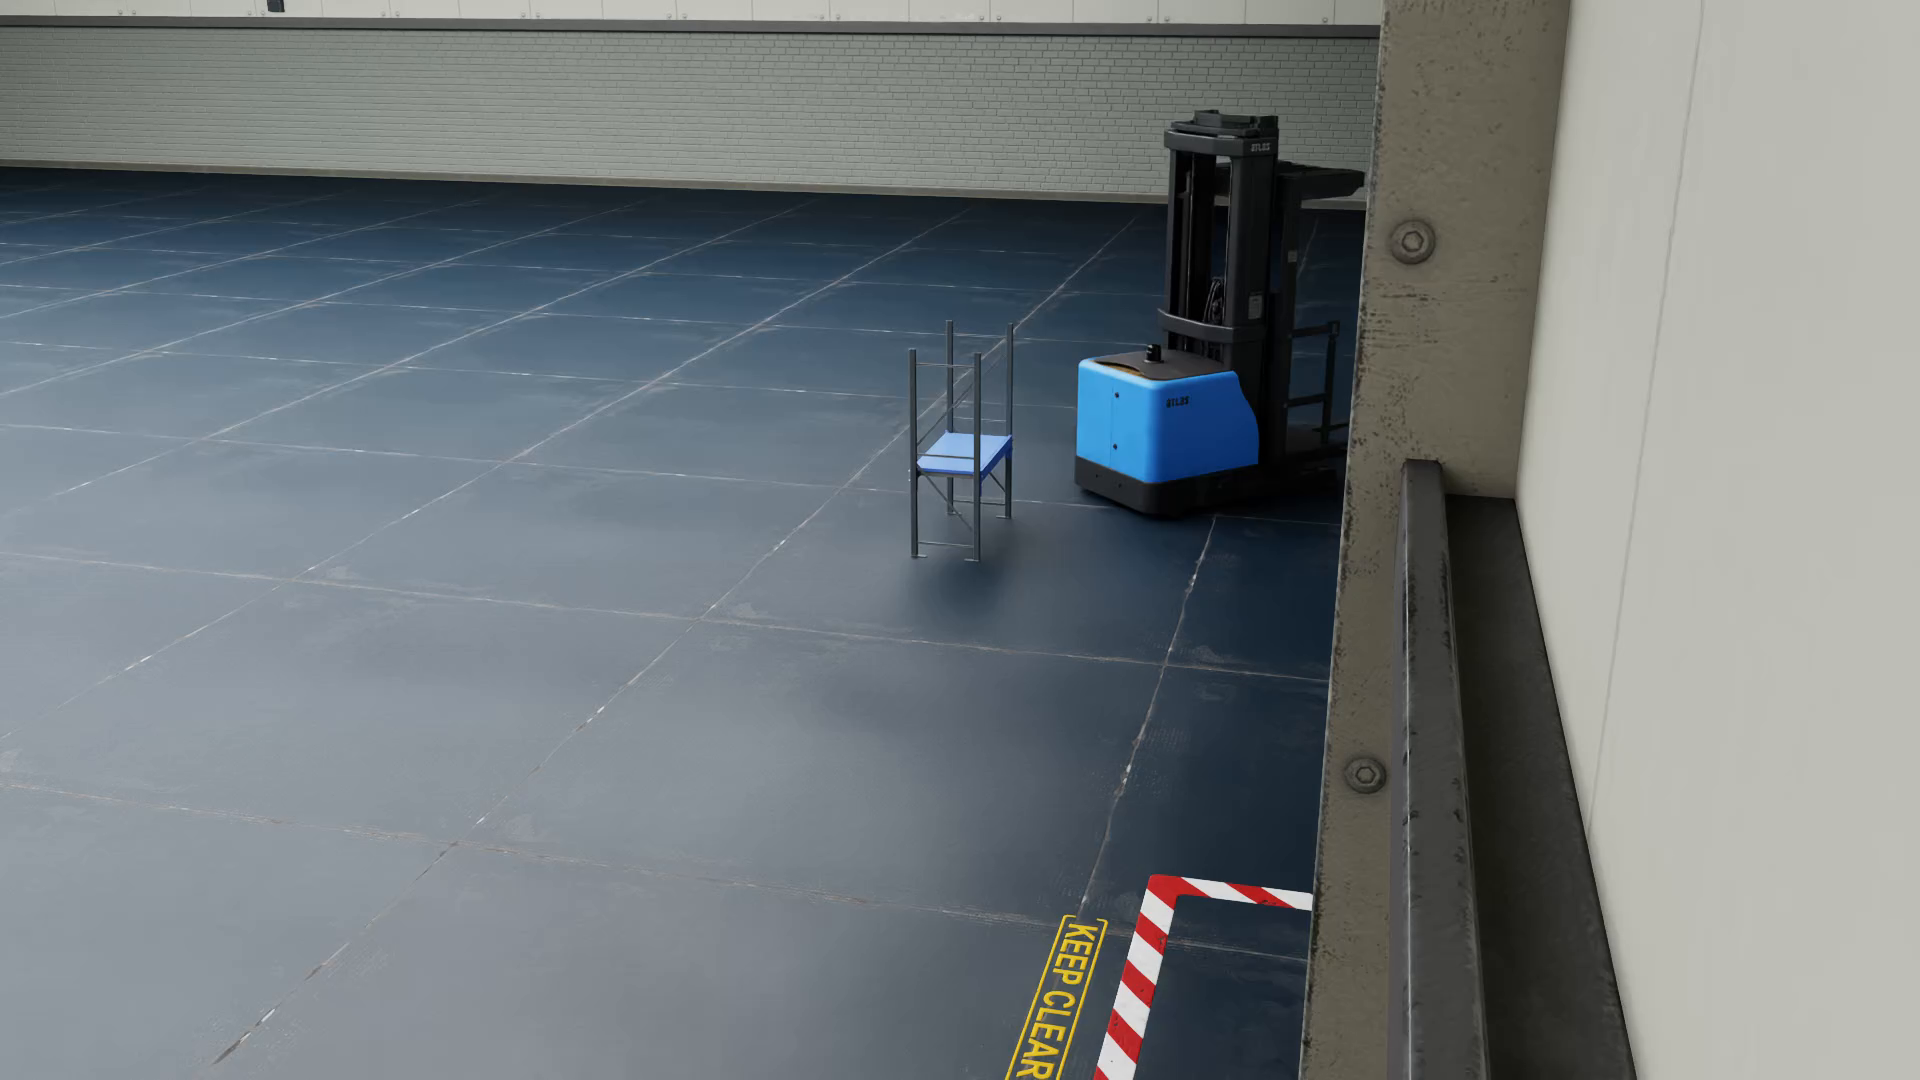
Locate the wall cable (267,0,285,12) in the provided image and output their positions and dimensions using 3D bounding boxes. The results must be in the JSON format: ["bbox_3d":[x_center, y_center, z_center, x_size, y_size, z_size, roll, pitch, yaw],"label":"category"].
[{"bbox_3d":[-12.566,-13.216,31.698,2.305,6.003,0.169,5,19,13],"label":"wall cable"}]

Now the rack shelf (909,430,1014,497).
[{"bbox_3d":[0.021,-0.566,12.082,0.538,0.185,1.000,5,19,13],"label":"rack shelf"}]

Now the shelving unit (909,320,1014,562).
[{"bbox_3d":[0.021,-0.736,12.023,0.538,1.500,1.048,5,19,13],"label":"shelving unit"}]

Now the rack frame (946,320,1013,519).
[{"bbox_3d":[0.145,-0.896,12.490,0.500,1.500,0.032,5,19,13],"label":"rack frame"}]

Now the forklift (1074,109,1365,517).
[{"bbox_3d":[2.435,-1.904,13.229,3.031,2.935,1.130,-11,22,-30],"label":"forklift"}]

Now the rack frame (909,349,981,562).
[{"bbox_3d":[-0.103,-0.577,11.557,0.500,1.500,0.032,5,19,13],"label":"rack frame"}]
